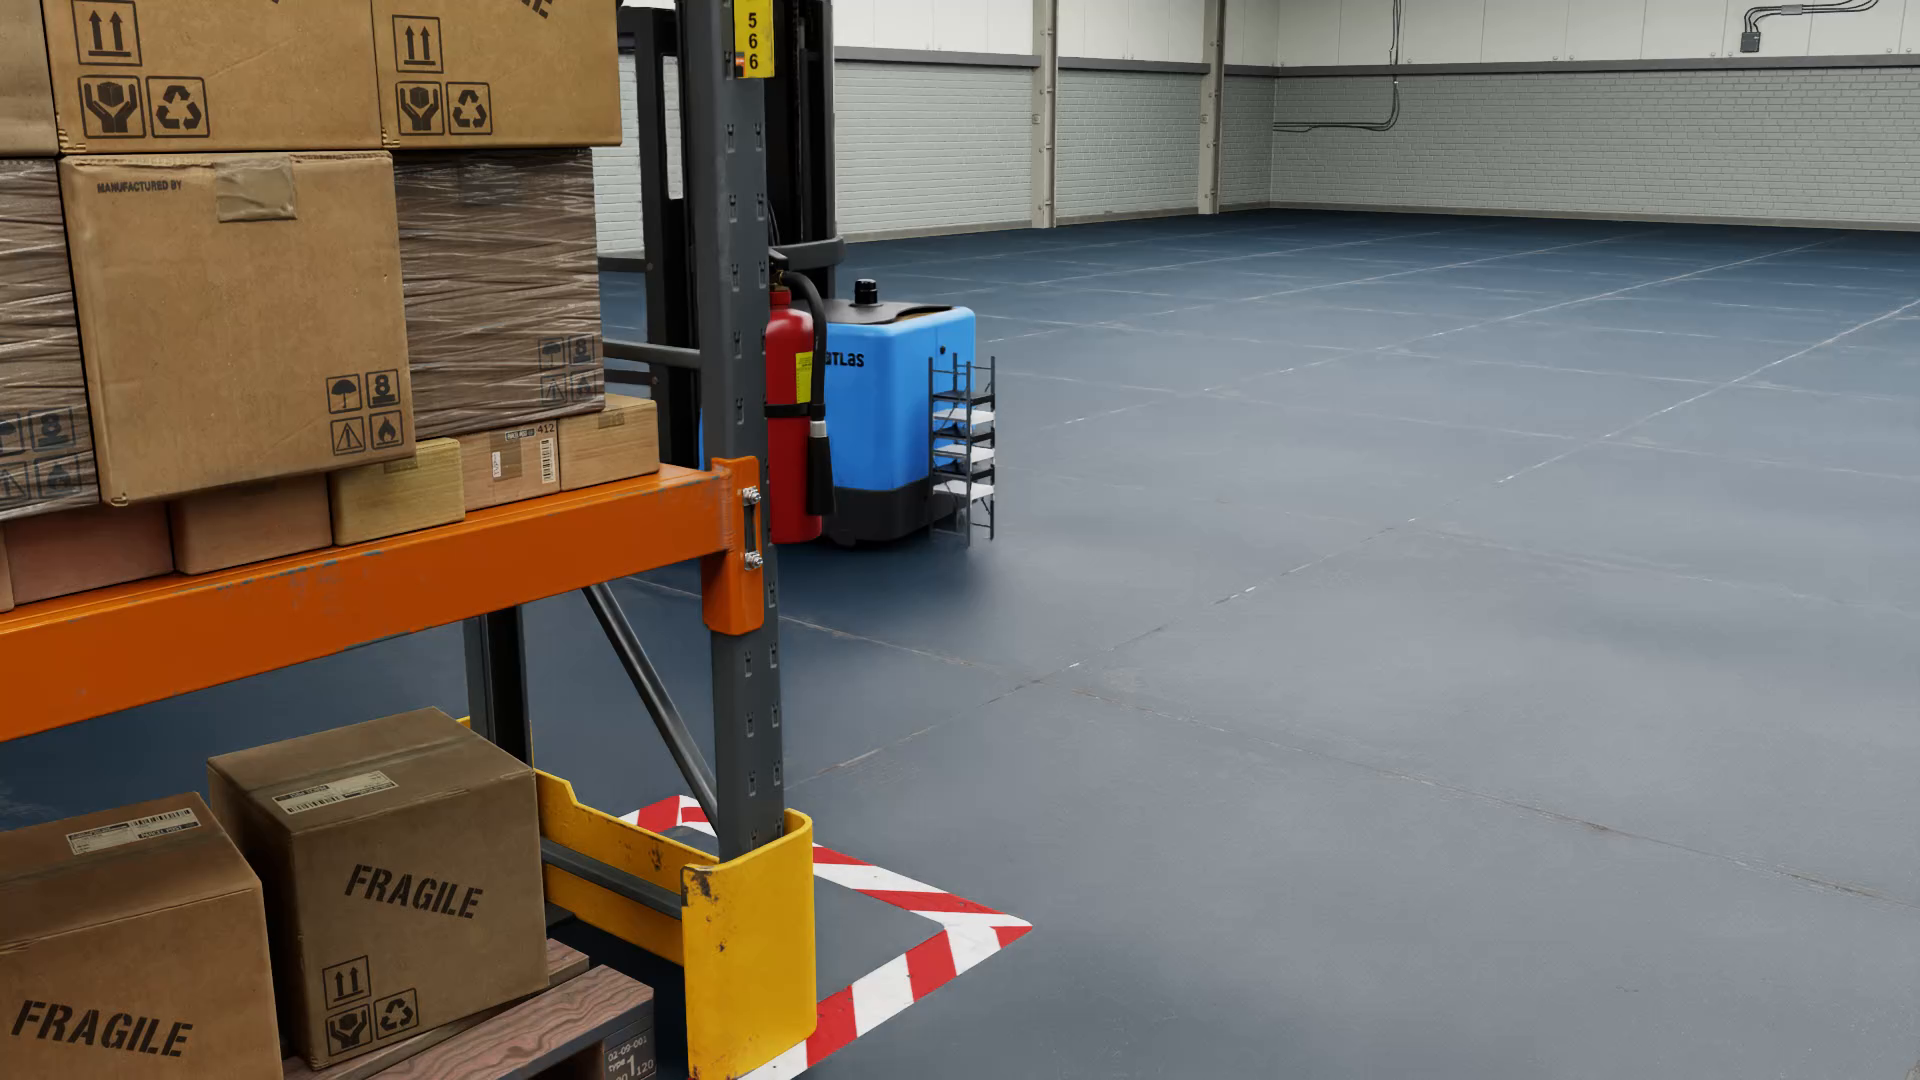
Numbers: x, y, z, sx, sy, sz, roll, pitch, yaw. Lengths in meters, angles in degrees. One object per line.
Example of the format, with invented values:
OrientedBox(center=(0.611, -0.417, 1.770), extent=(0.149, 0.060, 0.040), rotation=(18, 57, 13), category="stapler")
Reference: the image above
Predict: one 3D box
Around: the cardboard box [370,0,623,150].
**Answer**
OrientedBox(center=(-0.967, -0.957, 2.959), extent=(0.500, 0.500, 0.500), rotation=(11, 18, 38), category="cardboard box")

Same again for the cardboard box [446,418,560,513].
OrientedBox(center=(-0.989, -0.167, 3.198), extent=(0.380, 0.149, 0.250), rotation=(11, 18, 38), category="cardboard box")

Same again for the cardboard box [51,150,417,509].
OrientedBox(center=(-1.401, -0.400, 2.799), extent=(0.875, 0.500, 0.500), rotation=(11, 18, 38), category="cardboard box")

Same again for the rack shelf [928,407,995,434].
OrientedBox(center=(0.008, -0.575, 7.964), extent=(0.258, 0.077, 0.200), rotation=(10, 17, 34), category="rack shelf")

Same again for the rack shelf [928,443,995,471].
OrientedBox(center=(0.008, -0.401, 8.008), extent=(0.258, 0.077, 0.200), rotation=(10, 17, 34), category="rack shelf")

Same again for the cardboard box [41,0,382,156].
OrientedBox(center=(-1.277, -0.860, 2.578), extent=(0.500, 0.500, 0.500), rotation=(11, 18, 38), category="cardboard box")

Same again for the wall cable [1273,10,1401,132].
OrientedBox(center=(8.212, -10.238, 36.452), extent=(3.097, 2.526, 0.112), rotation=(11, 18, 38), category="wall cable")

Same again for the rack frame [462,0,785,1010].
OrientedBox(center=(-0.813, -0.423, 3.696), extent=(1.000, 3.000, 0.127), rotation=(11, 18, 38), category="rack frame")

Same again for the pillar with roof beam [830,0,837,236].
OrientedBox(center=(1.139, -8.419, 22.986), extent=(9.100, 9.000, 0.400), rotation=(11, 18, 38), category="pillar with roof beam")

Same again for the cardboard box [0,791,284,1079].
OrientedBox(center=(-1.568, 0.822, 3.020), extent=(0.500, 0.500, 0.500), rotation=(-10, 17, -35), category="cardboard box")

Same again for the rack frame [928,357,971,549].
OrientedBox(center=(-0.050, -0.413, 7.919), extent=(0.240, 0.900, 0.006), rotation=(10, 17, 34), category="rack frame")

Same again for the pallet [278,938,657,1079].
OrientedBox(center=(-1.399, 1.093, 3.391), extent=(1.003, 0.211, 1.213), rotation=(11, 18, 38), category="pallet")

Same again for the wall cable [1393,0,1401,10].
OrientedBox(center=(10.317, -12.267, 34.183), extent=(3.097, 2.526, 0.112), rotation=(11, 18, 38), category="wall cable")

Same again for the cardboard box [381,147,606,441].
OrientedBox(center=(-1.180, -0.515, 3.249), extent=(0.875, 0.500, 0.500), rotation=(11, 18, 38), category="cardboard box")

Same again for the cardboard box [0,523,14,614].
OrientedBox(center=(-1.605, 0.027, 2.434), extent=(0.380, 0.149, 0.250), rotation=(11, 18, 38), category="cardboard box")

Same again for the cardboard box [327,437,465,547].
OrientedBox(center=(-1.107, -0.111, 2.978), extent=(0.380, 0.149, 0.250), rotation=(11, 18, 38), category="cardboard box")

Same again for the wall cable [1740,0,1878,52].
OrientedBox(center=(15.586, -11.919, 29.856), extent=(2.305, 6.003, 0.169), rotation=(11, 18, 38), category="wall cable")

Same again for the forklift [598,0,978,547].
OrientedBox(center=(-1.463, -1.616, 8.532), extent=(3.031, 2.935, 1.130), rotation=(7, 16, 25), category="forklift")

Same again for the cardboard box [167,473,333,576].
OrientedBox(center=(-1.276, -0.066, 2.799), extent=(0.380, 0.149, 0.250), rotation=(11, 18, 38), category="cardboard box")

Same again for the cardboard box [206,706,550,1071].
OrientedBox(center=(-1.219, 0.702, 3.491), extent=(0.500, 0.500, 0.500), rotation=(-12, 18, -39), category="cardboard box")

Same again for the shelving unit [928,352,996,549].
OrientedBox(center=(0.008, -0.433, 8.000), extent=(0.258, 0.900, 0.210), rotation=(10, 17, 34), category="shelving unit")

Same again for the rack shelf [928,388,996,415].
OrientedBox(center=(0.008, -0.662, 7.941), extent=(0.258, 0.077, 0.200), rotation=(10, 17, 34), category="rack shelf")

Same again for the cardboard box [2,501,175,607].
OrientedBox(center=(-1.465, -0.024, 2.636), extent=(0.380, 0.149, 0.250), rotation=(11, 18, 38), category="cardboard box")

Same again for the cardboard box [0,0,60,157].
OrientedBox(center=(-1.593, -0.765, 2.203), extent=(0.500, 0.500, 0.500), rotation=(11, 18, 38), category="cardboard box")

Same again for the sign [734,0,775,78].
OrientedBox(center=(-0.394, -1.048, 3.161), extent=(0.100, 0.325, 0.005), rotation=(11, 18, 38), category="sign")

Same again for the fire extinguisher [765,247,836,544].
OrientedBox(center=(-0.383, -0.336, 3.511), extent=(0.296, 0.674, 0.183), rotation=(11, 18, 38), category="fire extinguisher")

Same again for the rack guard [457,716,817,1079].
OrientedBox(center=(-0.861, 0.803, 3.946), extent=(1.175, 0.500, 0.348), rotation=(11, 18, 38), category="rack guard")

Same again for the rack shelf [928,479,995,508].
OrientedBox(center=(0.008, -0.226, 8.052), extent=(0.258, 0.077, 0.200), rotation=(10, 17, 34), category="rack shelf")

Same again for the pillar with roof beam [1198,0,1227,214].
OrientedBox(center=(8.681, -10.717, 32.032), extent=(9.100, 9.000, 0.400), rotation=(11, 18, 38), category="pillar with roof beam")

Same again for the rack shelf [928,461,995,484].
OrientedBox(center=(0.008, -0.313, 8.030), extent=(0.258, 0.077, 0.200), rotation=(10, 17, 34), category="rack shelf")

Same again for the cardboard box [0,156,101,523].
OrientedBox(center=(-1.749, -0.311, 2.448), extent=(0.875, 0.500, 0.500), rotation=(11, 18, 38), category="cardboard box")

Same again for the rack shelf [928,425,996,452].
OrientedBox(center=(0.008, -0.488, 7.986), extent=(0.258, 0.077, 0.200), rotation=(10, 17, 34), category="rack shelf")

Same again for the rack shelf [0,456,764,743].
OrientedBox(center=(-2.070, 0.309, 2.277), extent=(1.077, 0.370, 4.000), rotation=(11, 18, 38), category="rack shelf")

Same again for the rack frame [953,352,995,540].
OrientedBox(center=(0.066, -0.454, 8.081), extent=(0.240, 0.900, 0.006), rotation=(10, 17, 34), category="rack frame")

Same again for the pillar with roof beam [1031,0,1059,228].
OrientedBox(center=(4.910, -9.568, 27.509), extent=(9.100, 9.000, 0.400), rotation=(11, 18, 38), category="pillar with roof beam")

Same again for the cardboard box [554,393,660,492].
OrientedBox(center=(-0.832, -0.215, 3.386), extent=(0.380, 0.149, 0.250), rotation=(11, 18, 38), category="cardboard box")
